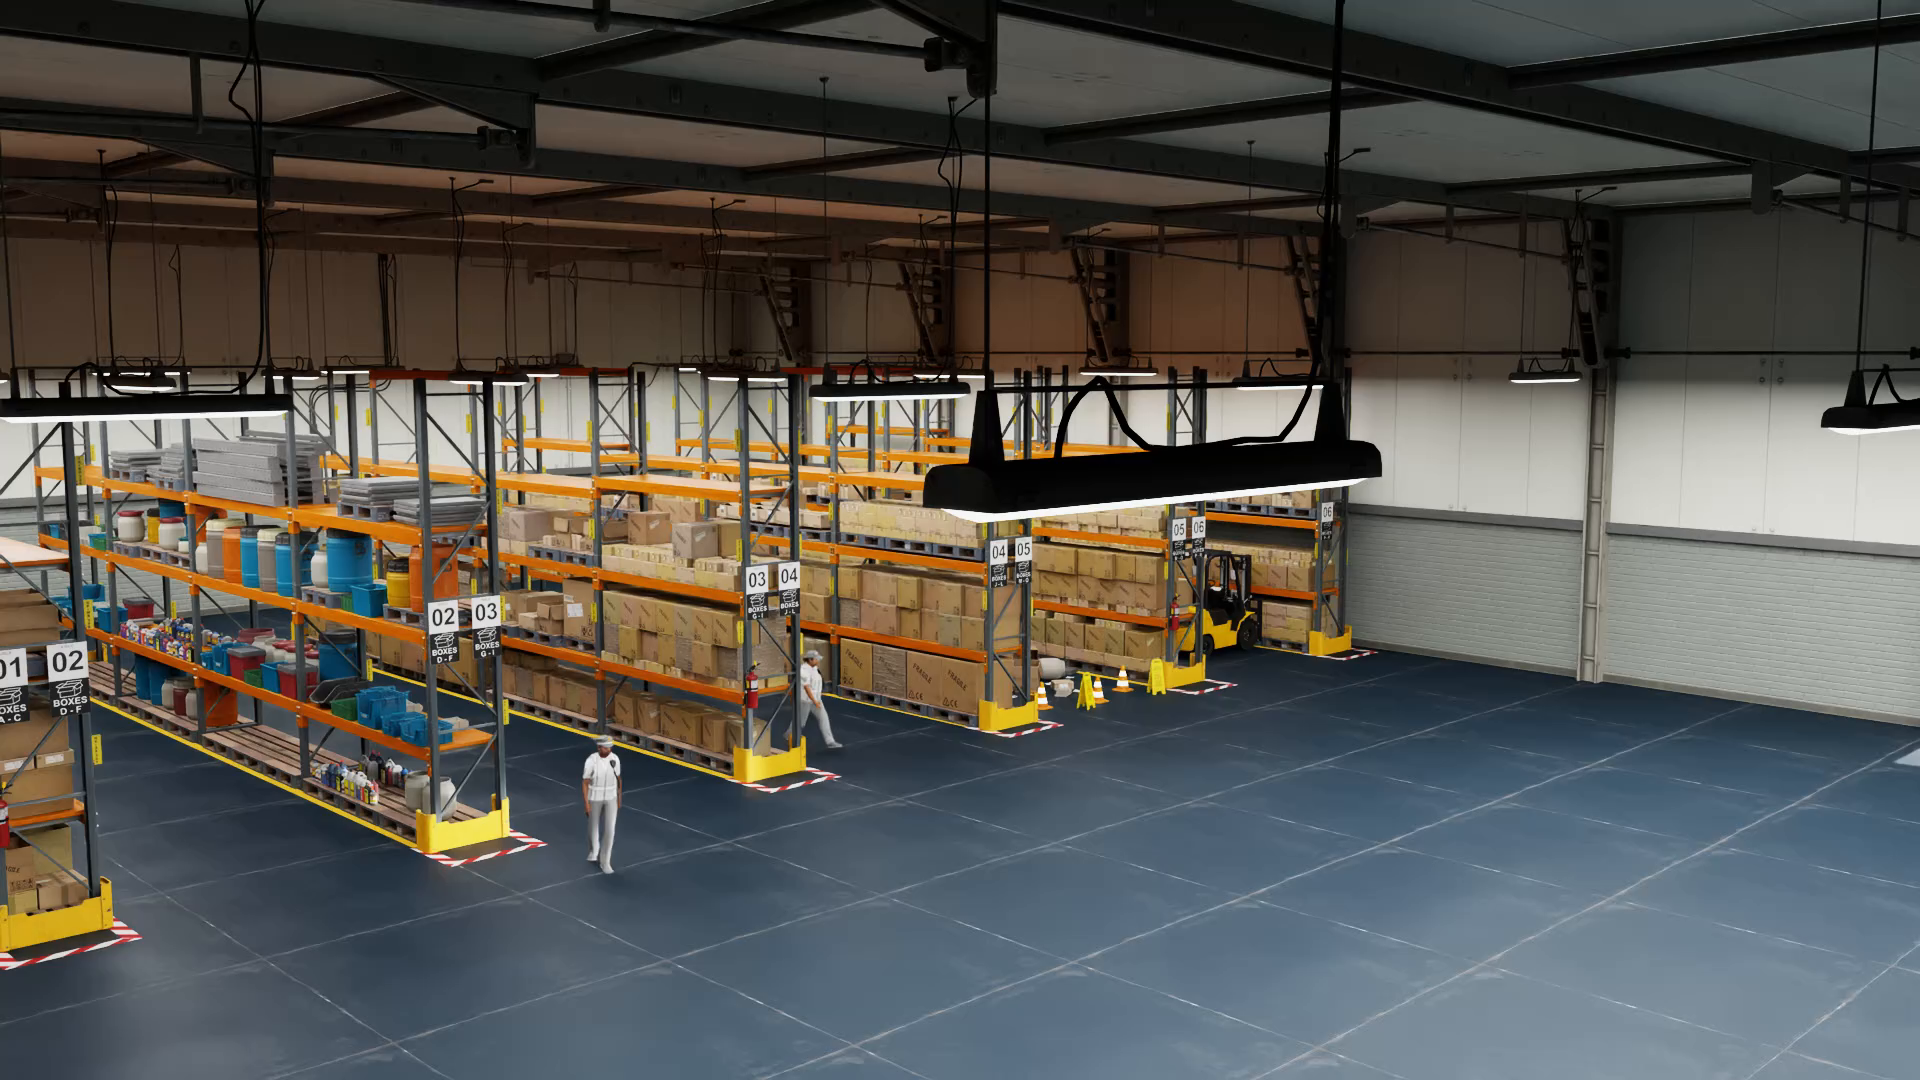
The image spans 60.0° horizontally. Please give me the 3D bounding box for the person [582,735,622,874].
[{"bbox_3d":[-4.408,3.229,20.486,0.510,1.695,0.692,-3,7,-24],"label":"person"}]

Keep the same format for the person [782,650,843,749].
[{"bbox_3d":[-2.355,2.540,26.577,1.095,1.574,0.468,4,7,30],"label":"person"}]
